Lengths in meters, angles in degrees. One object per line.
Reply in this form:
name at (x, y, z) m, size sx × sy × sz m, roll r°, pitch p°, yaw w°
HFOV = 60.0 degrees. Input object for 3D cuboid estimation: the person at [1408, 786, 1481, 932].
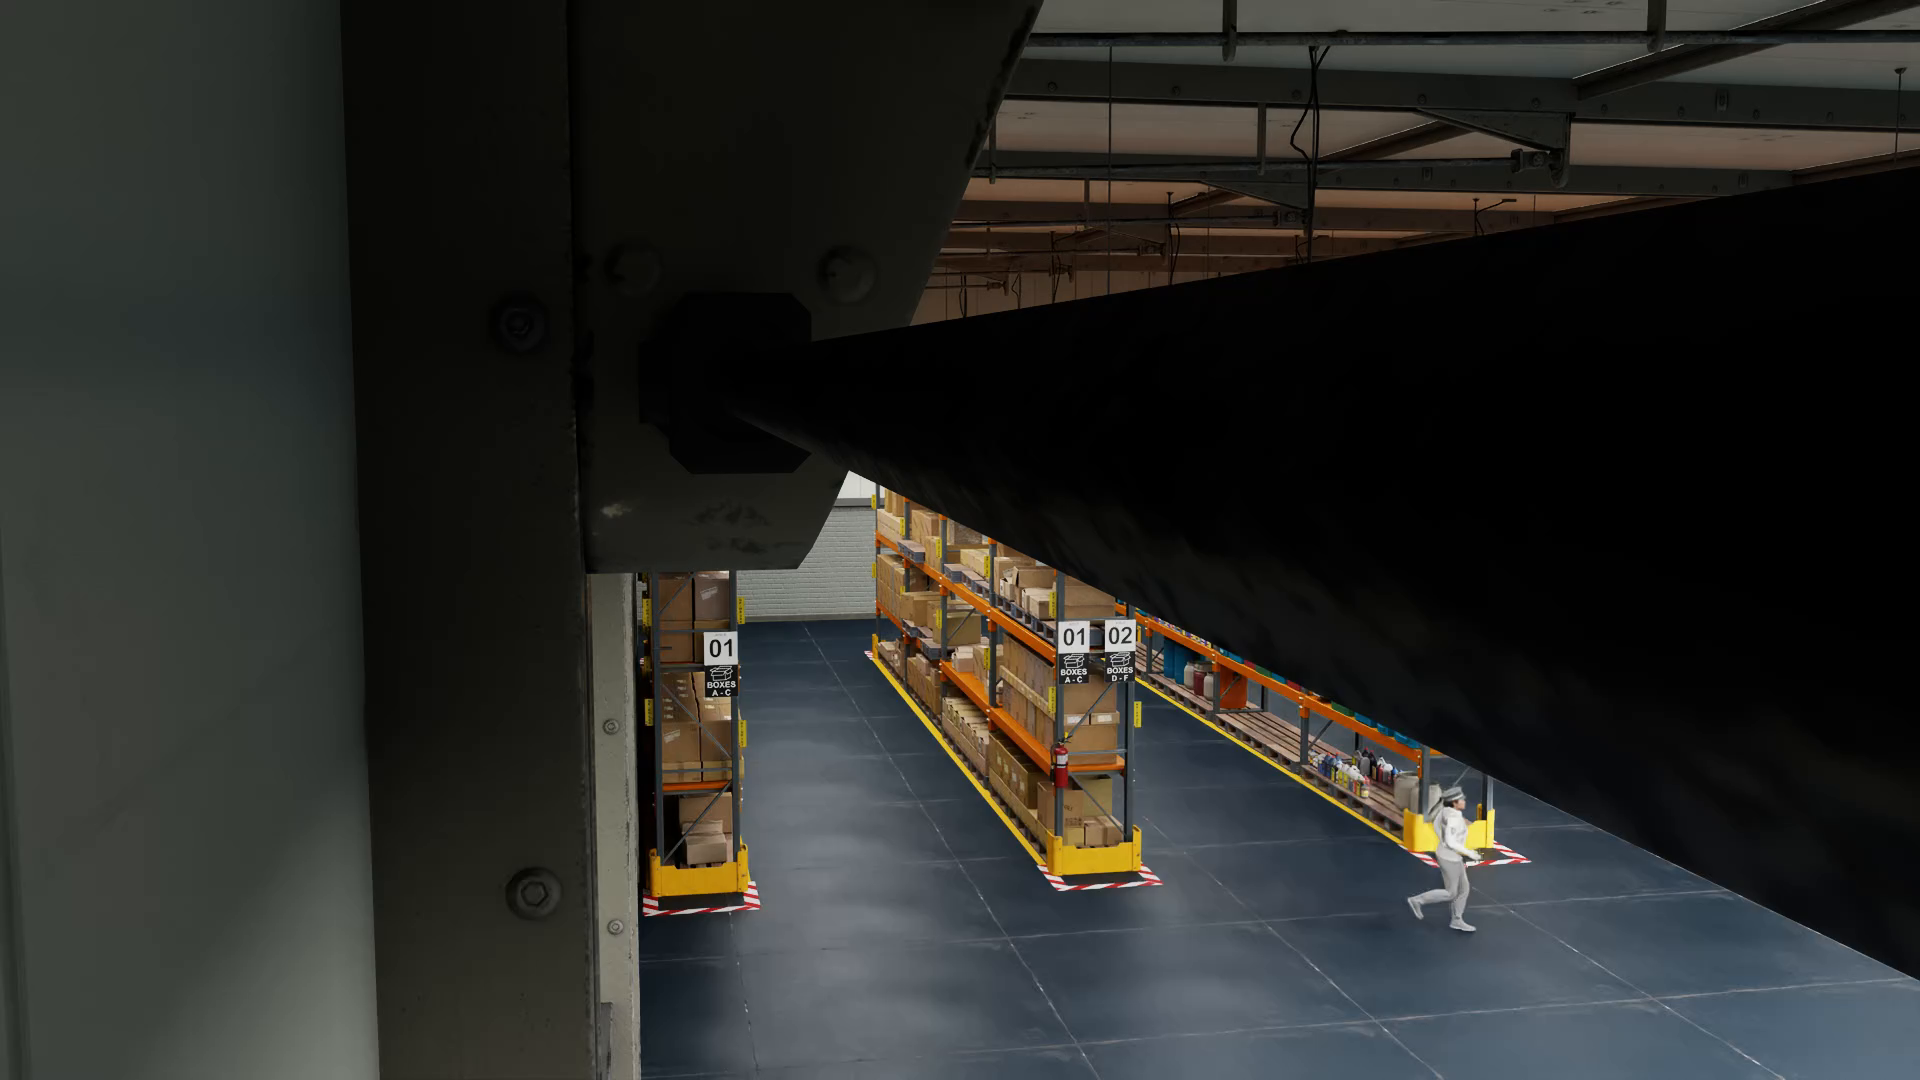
person at (5.451, 3.587, 18.768) m, size 0.769 × 1.663 × 0.607 m, roll 1°, pitch 6°, yaw 9°
